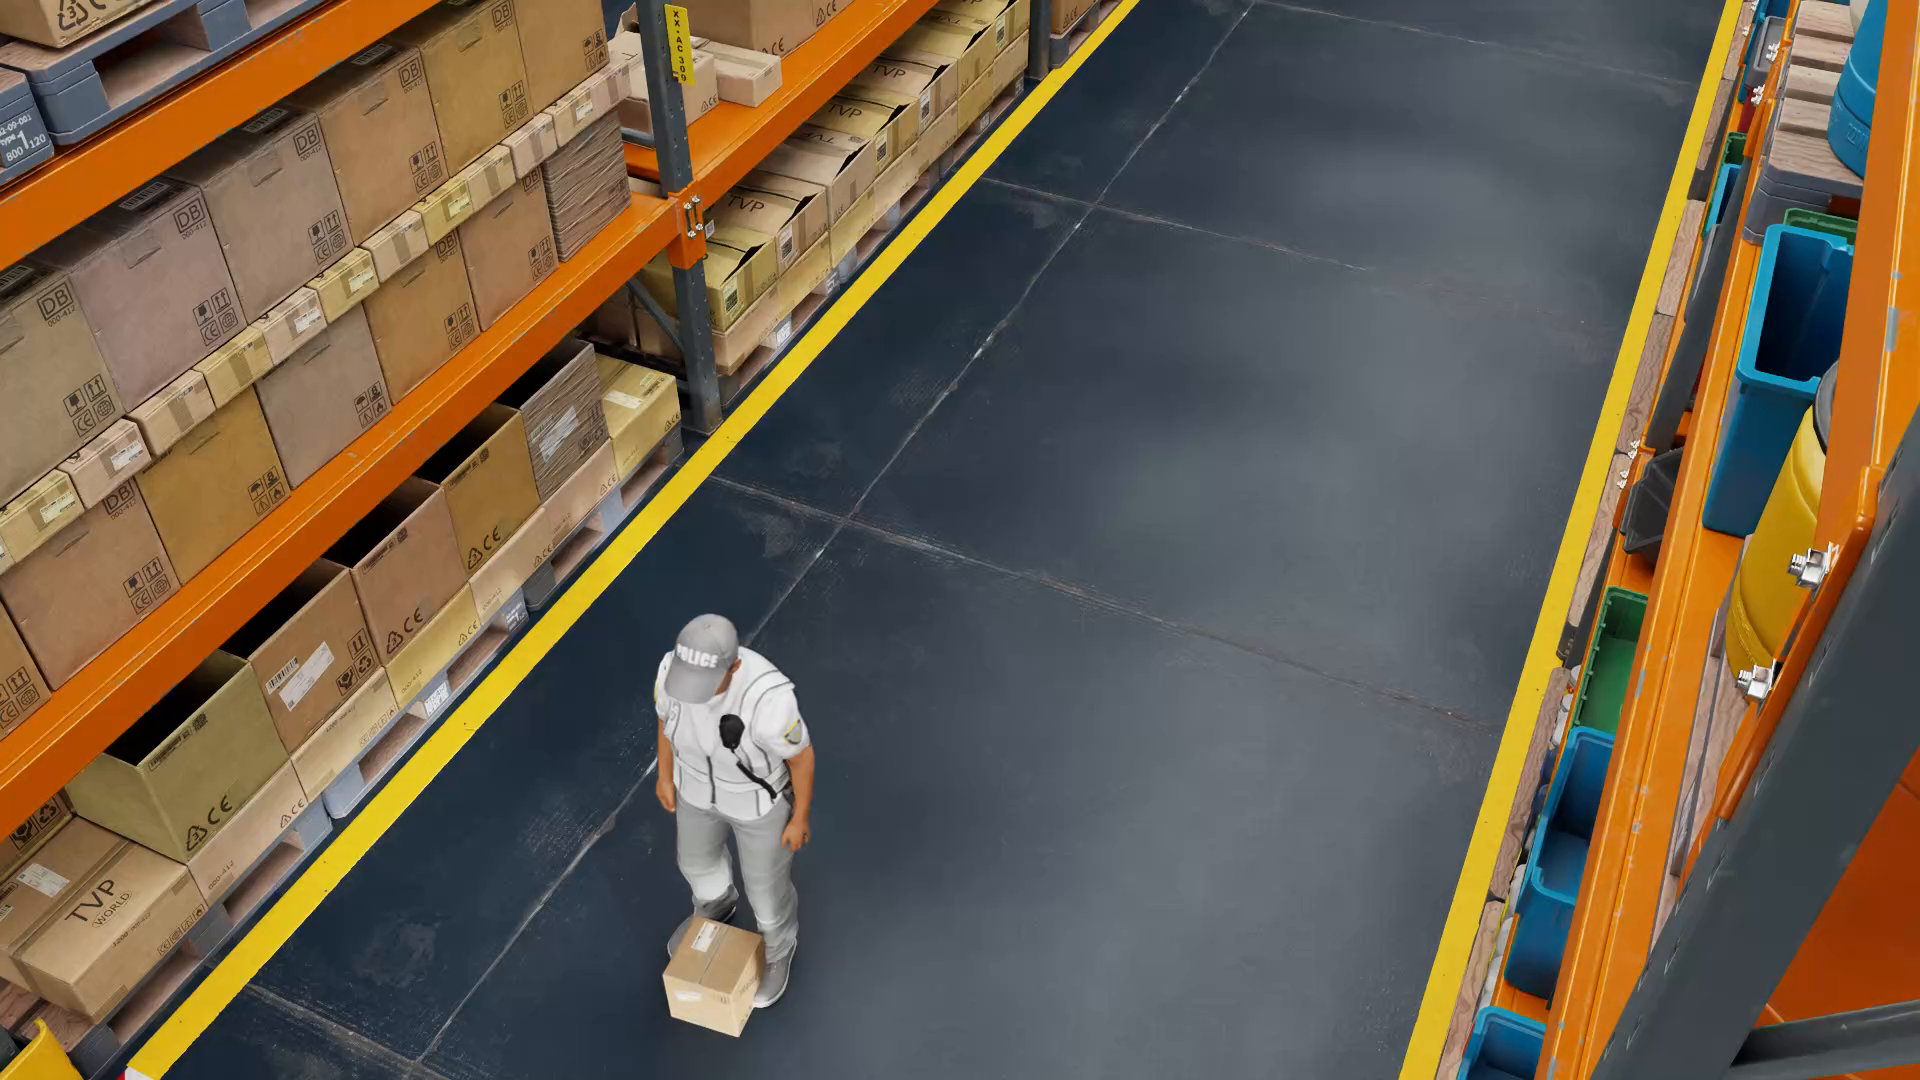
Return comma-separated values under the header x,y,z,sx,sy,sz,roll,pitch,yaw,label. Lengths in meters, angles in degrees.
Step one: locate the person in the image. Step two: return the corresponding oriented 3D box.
x,y,z,sx,sy,sz,roll,pitch,yaw,label
-0.725,0.811,5.262,0.557,1.667,0.468,15,44,16,person
